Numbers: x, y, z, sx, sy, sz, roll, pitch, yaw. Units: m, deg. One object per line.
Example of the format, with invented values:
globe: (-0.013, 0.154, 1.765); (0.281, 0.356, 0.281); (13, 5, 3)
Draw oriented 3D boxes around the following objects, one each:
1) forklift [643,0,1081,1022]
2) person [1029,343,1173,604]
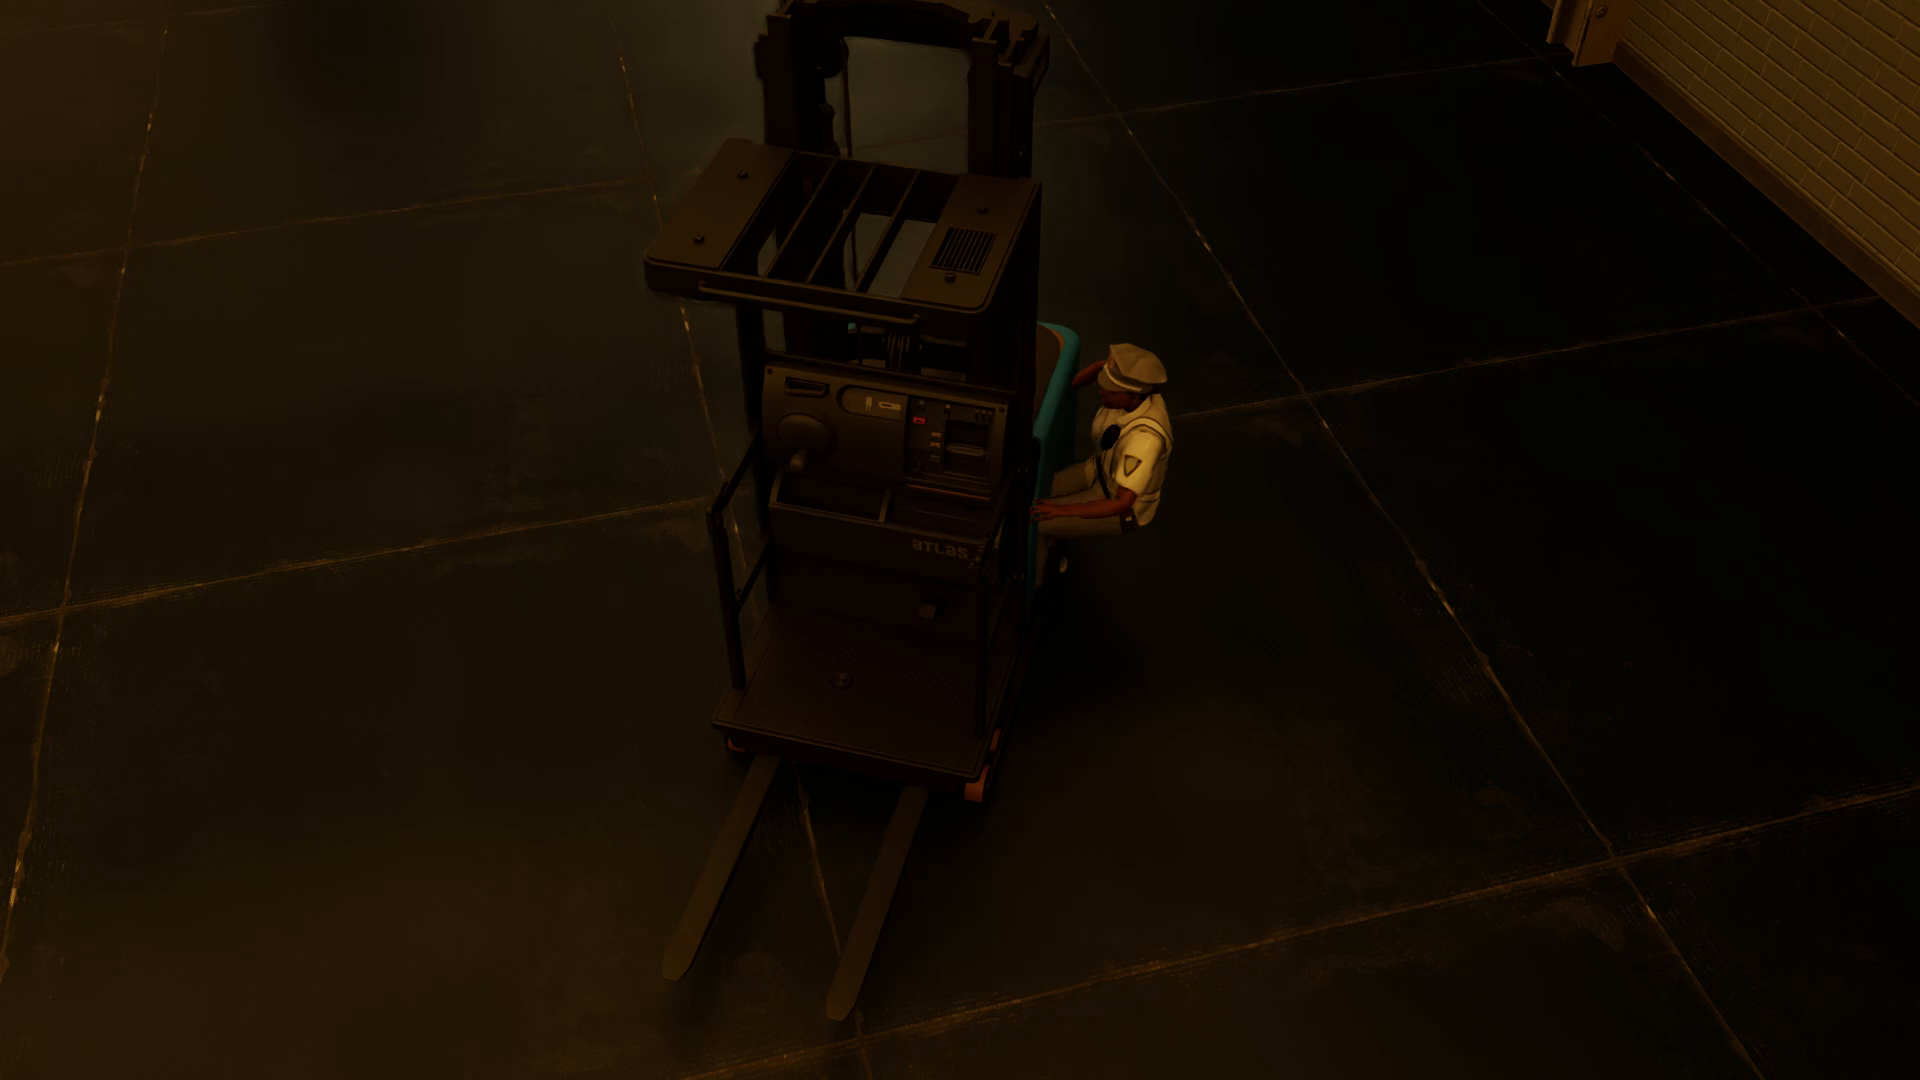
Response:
forklift: (-0.335, -0.313, 5.977); (1.130, 2.935, 3.031); (10, 44, 11)
person: (0.445, -0.221, 6.952); (0.817, 1.441, 0.887); (-11, 45, -12)
